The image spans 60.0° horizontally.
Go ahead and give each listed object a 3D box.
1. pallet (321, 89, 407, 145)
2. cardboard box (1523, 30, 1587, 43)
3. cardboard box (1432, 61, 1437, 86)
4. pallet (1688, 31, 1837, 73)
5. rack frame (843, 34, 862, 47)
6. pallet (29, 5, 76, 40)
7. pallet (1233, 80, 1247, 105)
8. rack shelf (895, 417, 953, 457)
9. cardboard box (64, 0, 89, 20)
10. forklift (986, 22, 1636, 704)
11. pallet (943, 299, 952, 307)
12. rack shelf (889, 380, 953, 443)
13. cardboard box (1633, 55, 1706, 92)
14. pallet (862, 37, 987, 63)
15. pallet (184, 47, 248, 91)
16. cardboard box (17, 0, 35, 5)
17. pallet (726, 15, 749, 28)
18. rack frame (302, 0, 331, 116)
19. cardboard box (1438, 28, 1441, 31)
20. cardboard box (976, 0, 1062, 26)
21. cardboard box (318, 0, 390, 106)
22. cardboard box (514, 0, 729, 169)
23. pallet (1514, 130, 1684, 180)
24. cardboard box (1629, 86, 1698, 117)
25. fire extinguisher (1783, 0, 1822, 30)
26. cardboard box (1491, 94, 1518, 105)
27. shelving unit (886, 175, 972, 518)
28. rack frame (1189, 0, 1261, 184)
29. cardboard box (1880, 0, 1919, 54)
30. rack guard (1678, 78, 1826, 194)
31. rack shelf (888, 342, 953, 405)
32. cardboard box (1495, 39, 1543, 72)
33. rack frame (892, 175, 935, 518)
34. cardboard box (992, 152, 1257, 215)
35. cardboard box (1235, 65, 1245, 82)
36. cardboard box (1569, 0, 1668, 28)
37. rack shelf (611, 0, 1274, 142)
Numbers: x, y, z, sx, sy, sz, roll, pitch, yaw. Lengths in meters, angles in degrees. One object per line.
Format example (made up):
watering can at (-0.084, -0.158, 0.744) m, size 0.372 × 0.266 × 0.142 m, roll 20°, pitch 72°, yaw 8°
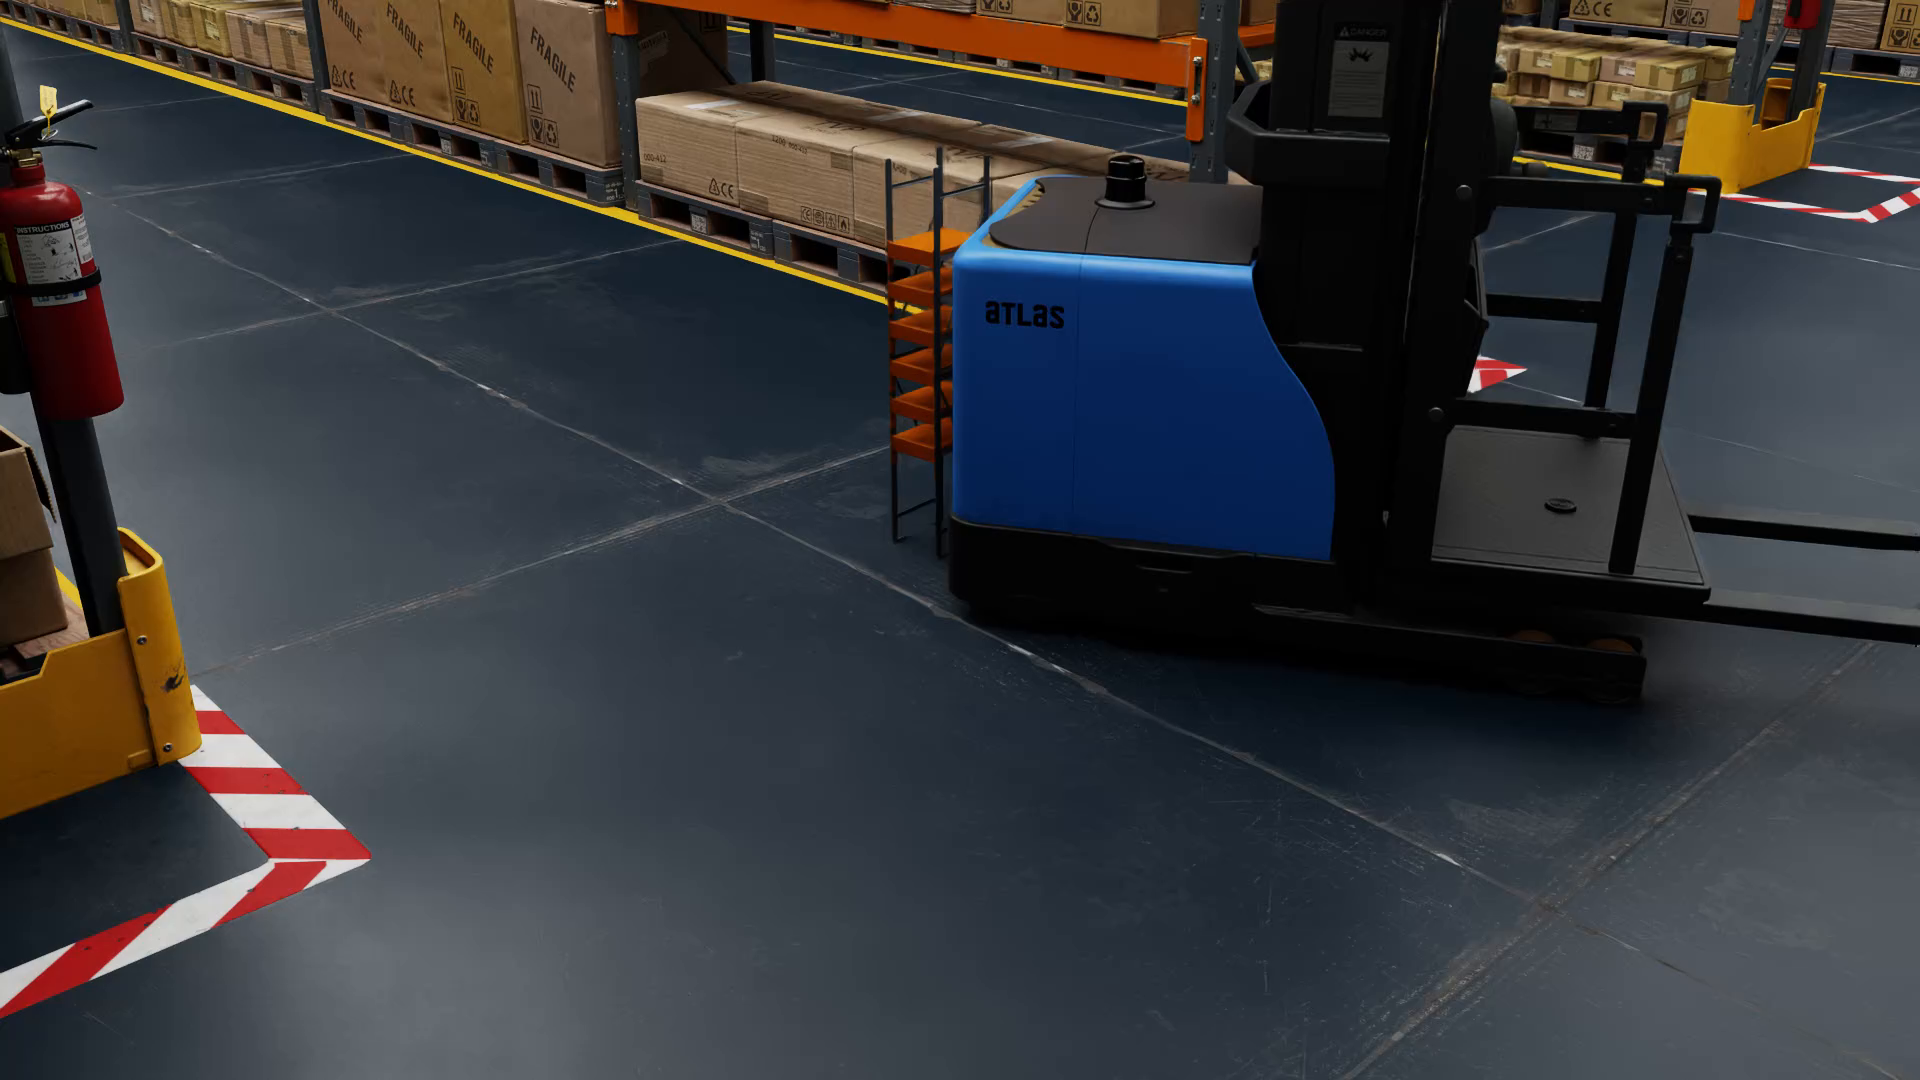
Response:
pallet at (-3.713, -3.017, 11.608) m, size 1.003 × 0.211 × 1.213 m, roll -21°, pitch 32°, yaw -38°
cardboard box at (3.938, -3.277, 11.031) m, size 0.380 × 0.149 × 0.250 m, roll -20°, pitch 31°, yaw -37°
cardboard box at (3.157, -3.134, 11.075) m, size 0.380 × 0.149 × 0.250 m, roll -21°, pitch 32°, yaw -38°
pallet at (7.072, -4.254, 14.321) m, size 1.003 × 0.211 × 1.213 m, roll -21°, pitch 32°, yaw -38°
rack frame at (-1.542, -7.880, 18.910) m, size 5.960 × 3.000 × 8.026 m, roll -21°, pitch 32°, yaw -38°
pallet at (-8.254, -5.052, 16.070) m, size 1.003 × 0.211 × 1.213 m, roll -21°, pitch 32°, yaw -38°
pallet at (2.566, -3.306, 12.243) m, size 1.003 × 0.211 × 1.213 m, roll -21°, pitch 32°, yaw -38°
rack shelf at (-0.064, -0.316, 5.117) m, size 0.171 × 0.034 × 0.221 m, roll 20°, pitch 31°, yaw 36°
cardboard box at (-7.902, -4.959, 15.313) m, size 0.500 × 0.250 × 0.500 m, roll -22°, pitch 33°, yaw -40°
forklift at (9.334, -9.143, 14.449) m, size 11.535 × 9.000 × 29.450 m, roll 6°, pitch 25°, yaw 13°
pallet at (0.668, -1.073, 7.348) m, size 1.003 × 0.211 × 1.213 m, roll -21°, pitch 32°, yaw -38°
rack shelf at (-0.064, -0.401, 5.079) m, size 0.180 × 0.103 × 0.258 m, roll 20°, pitch 31°, yaw 36°
cardboard box at (4.269, -2.810, 10.007) m, size 0.380 × 0.149 × 0.250 m, roll -21°, pitch 32°, yaw -38°
pallet at (-0.119, -4.475, 14.804) m, size 1.003 × 0.211 × 1.213 m, roll -21°, pitch 32°, yaw -38°
pallet at (-5.559, -3.884, 13.509) m, size 1.003 × 0.211 × 1.213 m, roll -21°, pitch 32°, yaw -38°
cardboard box at (-8.972, -5.430, 16.345) m, size 0.500 × 0.250 × 0.500 m, roll -20°, pitch 31°, yaw -37°
pallet at (-1.966, -5.341, 16.704) m, size 1.003 × 0.211 × 1.213 m, roll -21°, pitch 32°, yaw -38°
rack frame at (-4.197, -4.546, 11.600) m, size 1.000 × 3.000 × 0.127 m, roll -21°, pitch 32°, yaw -38°
cardboard box at (3.075, -3.375, 11.247) m, size 0.250 × 0.149 × 0.380 m, roll 22°, pitch 33°, yaw 40°
cardboard box at (0.416, -2.395, 6.765) m, size 0.500 × 0.500 × 0.500 m, roll -22°, pitch 33°, yaw -39°
cardboard box at (-3.785, -3.537, 11.443) m, size 0.875 × 0.875 × 0.875 m, roll -22°, pitch 32°, yaw -39°
cardboard box at (-1.945, -2.723, 9.659) m, size 0.875 × 0.875 × 0.875 m, roll -20°, pitch 31°, yaw -37°
pallet at (4.234, -2.567, 10.623) m, size 1.003 × 0.211 × 1.213 m, roll -21°, pitch 32°, yaw -38°
cardboard box at (4.247, -2.665, 10.048) m, size 0.380 × 0.149 × 0.250 m, roll -22°, pitch 33°, yaw -40°
fire extinguisher at (4.651, -3.145, 9.071) m, size 0.296 × 0.674 × 0.183 m, roll -21°, pitch 32°, yaw -38°
cardboard box at (3.538, -2.835, 10.780) m, size 0.250 × 0.149 × 0.380 m, roll 22°, pitch 33°, yaw 39°
shelving unit at (-0.065, -0.551, 5.011) m, size 0.183 × 1.046 × 0.258 m, roll 20°, pitch 31°, yaw 36°
rack frame at (1.271, -2.122, 6.287) m, size 1.000 × 3.000 × 0.127 m, roll -21°, pitch 32°, yaw -38°
cardboard box at (8.009, -4.329, 13.179) m, size 0.875 × 0.875 × 0.875 m, roll -21°, pitch 32°, yaw -38°
rack guard at (4.764, -2.442, 10.002) m, size 1.175 × 0.500 × 0.348 m, roll -21°, pitch 32°, yaw -38°
rack shelf at (-0.064, -0.510, 5.029) m, size 0.180 × 0.103 × 0.258 m, roll 20°, pitch 31°, yaw 36°
cardboard box at (3.514, -3.107, 10.658) m, size 0.380 × 0.149 × 0.250 m, roll -20°, pitch 31°, yaw -37°
rack frame at (-0.133, -0.575, 5.064) m, size 0.002 × 1.046 × 0.228 m, roll 20°, pitch 31°, yaw 36°
cardboard box at (0.747, -1.319, 7.108) m, size 0.875 × 0.438 × 0.875 m, roll 22°, pitch 33°, yaw 40°
cardboard box at (2.096, -3.461, 12.152) m, size 0.250 × 0.149 × 0.380 m, roll 22°, pitch 33°, yaw 40°
cardboard box at (6.164, -5.147, 14.972) m, size 0.875 × 0.875 × 0.875 m, roll -21°, pitch 32°, yaw -38°
rack shelf at (-0.096, -2.400, 7.765) m, size 1.077 × 0.370 × 4.000 m, roll -21°, pitch 32°, yaw -38°
